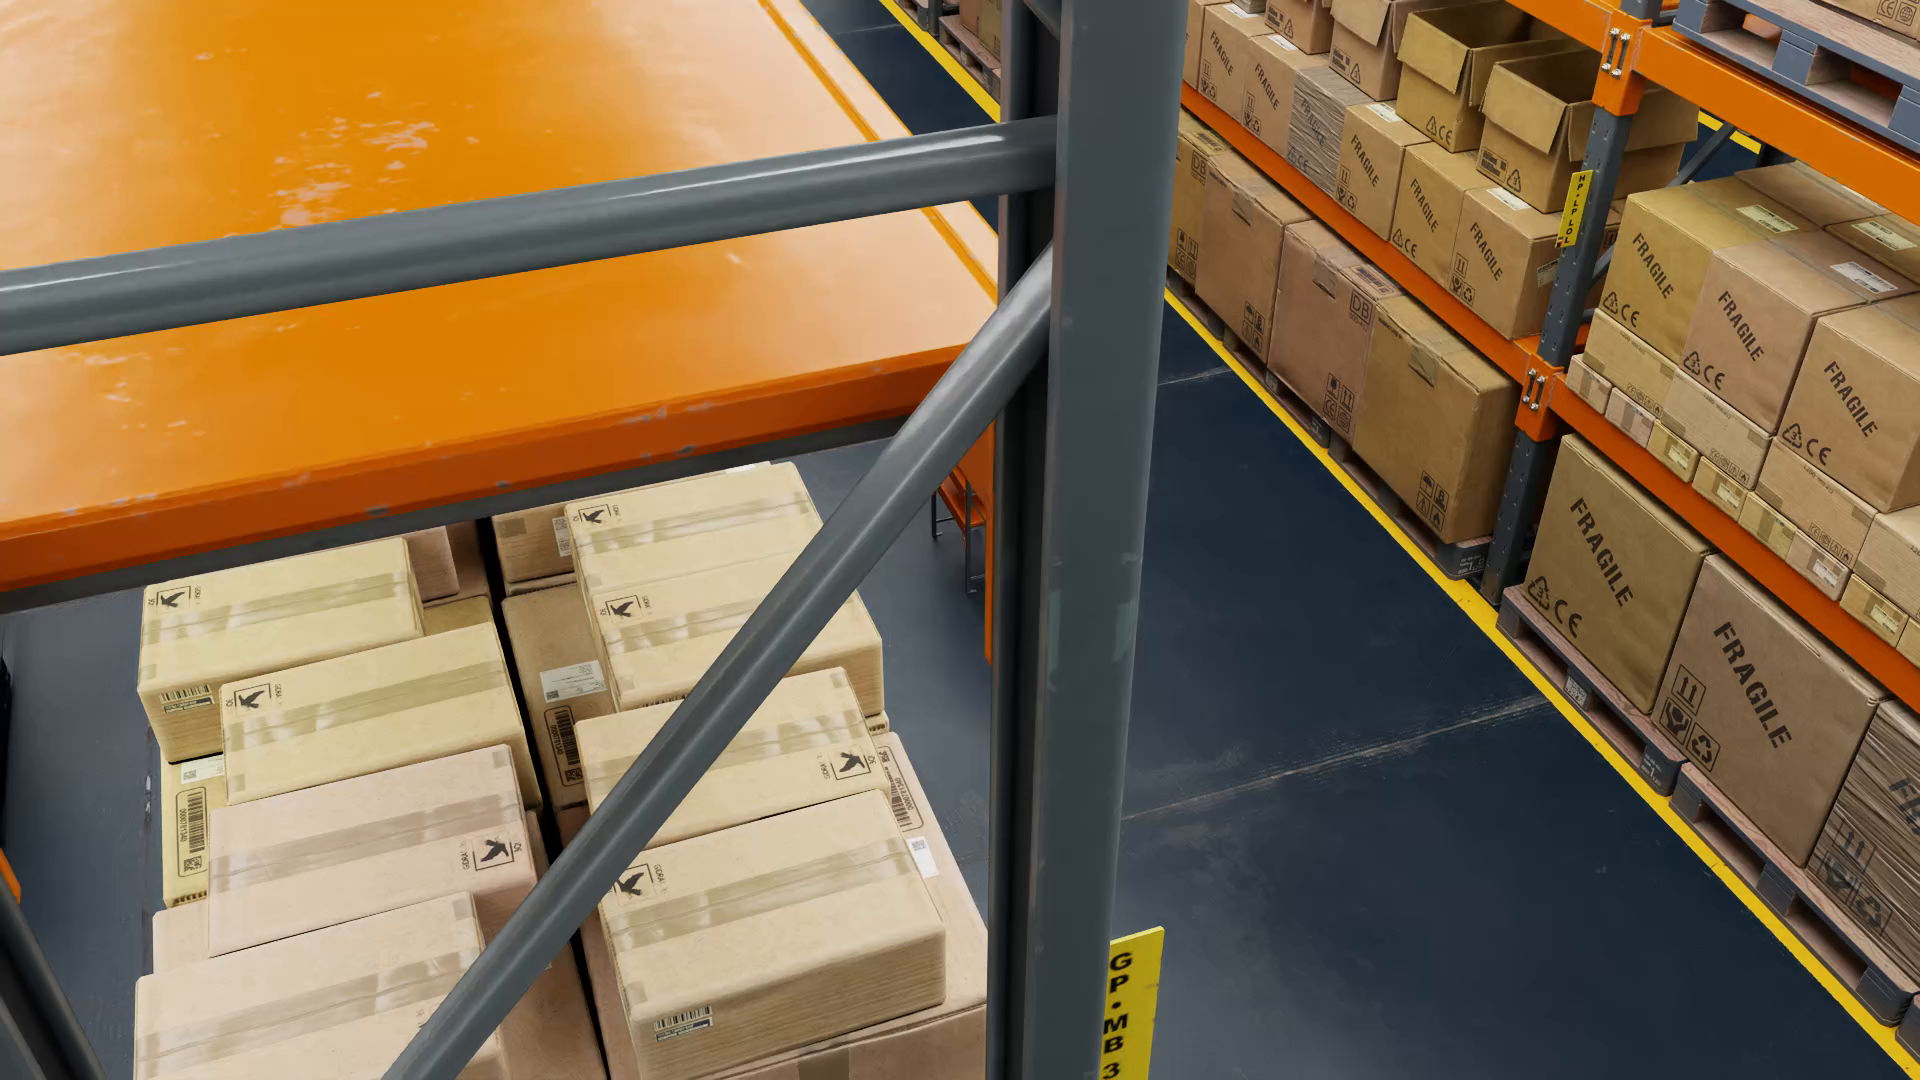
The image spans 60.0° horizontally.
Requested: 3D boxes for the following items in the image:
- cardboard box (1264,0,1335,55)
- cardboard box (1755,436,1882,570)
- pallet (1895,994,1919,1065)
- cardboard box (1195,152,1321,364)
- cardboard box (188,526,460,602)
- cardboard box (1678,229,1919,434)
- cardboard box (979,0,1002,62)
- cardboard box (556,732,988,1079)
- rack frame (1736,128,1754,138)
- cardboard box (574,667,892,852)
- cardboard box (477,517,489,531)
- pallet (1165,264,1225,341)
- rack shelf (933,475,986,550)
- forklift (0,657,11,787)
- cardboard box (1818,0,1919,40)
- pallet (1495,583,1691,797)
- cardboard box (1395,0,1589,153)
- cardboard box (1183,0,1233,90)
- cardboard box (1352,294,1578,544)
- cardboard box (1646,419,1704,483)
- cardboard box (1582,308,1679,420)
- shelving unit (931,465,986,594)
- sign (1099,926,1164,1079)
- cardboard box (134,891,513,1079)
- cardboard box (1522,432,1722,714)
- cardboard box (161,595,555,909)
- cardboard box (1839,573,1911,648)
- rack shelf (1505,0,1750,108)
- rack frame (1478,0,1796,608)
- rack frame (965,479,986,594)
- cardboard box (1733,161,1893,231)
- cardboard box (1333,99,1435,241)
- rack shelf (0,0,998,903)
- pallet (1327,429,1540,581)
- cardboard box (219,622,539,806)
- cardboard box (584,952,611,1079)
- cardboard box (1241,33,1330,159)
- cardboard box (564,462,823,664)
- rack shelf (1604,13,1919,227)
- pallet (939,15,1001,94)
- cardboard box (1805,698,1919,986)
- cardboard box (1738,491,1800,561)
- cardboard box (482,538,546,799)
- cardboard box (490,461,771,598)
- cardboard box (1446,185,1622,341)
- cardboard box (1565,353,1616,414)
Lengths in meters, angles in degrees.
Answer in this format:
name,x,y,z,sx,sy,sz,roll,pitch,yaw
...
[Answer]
name,x,y,z,sx,sy,sz,roll,pitch,yaw
cardboard box,2.058,-2.931,8.791,0.797,0.503,0.637,-12,39,-15
cardboard box,3.243,-0.181,5.936,0.500,0.250,0.500,-12,38,-15
pallet,4.005,1.922,5.583,1.003,0.211,1.213,-12,39,-16
cardboard box,2.118,-1.695,9.485,1.225,0.875,0.875,-12,39,-16
cardboard box,-1.034,0.003,2.698,0.380,0.149,0.250,-13,39,-17
cardboard box,3.064,-0.771,6.095,0.500,0.500,0.500,-12,39,-16
cardboard box,0.561,-4.088,12.956,0.700,0.500,0.500,-13,39,-16
cardboard box,-0.249,0.568,2.279,0.500,0.250,0.500,-12,39,-15
rack frame,6.251,-4.301,11.527,1.000,3.000,0.127,-12,39,-16
cardboard box,-0.307,0.339,2.252,0.380,0.149,0.250,-11,38,-14
cardboard box,-1.250,-0.198,3.296,0.500,0.250,0.500,-14,39,-18
pallet,1.801,-1.700,10.393,1.003,0.211,1.213,-12,39,-16
rack shelf,0.057,-0.173,7.985,0.258,0.148,0.480,-12,39,-16
forklift,-4.621,-0.207,6.149,1.130,2.935,3.031,-14,39,-18
cardboard box,3.303,-2.032,5.506,0.700,0.500,0.500,-15,39,-19
pallet,3.165,0.544,7.413,1.003,0.211,1.213,-12,39,-16
cardboard box,2.524,-2.205,7.828,0.797,0.503,0.637,-12,39,-15
cardboard box,1.512,-2.984,9.696,0.500,0.500,0.500,-11,38,-15
cardboard box,2.738,-0.692,8.153,1.225,0.875,0.875,-12,39,-16
cardboard box,2.948,-0.382,6.534,0.380,0.149,0.250,-11,38,-14
cardboard box,2.893,-0.755,6.697,0.500,0.250,0.500,-13,39,-17
shelving unit,0.057,-0.386,7.825,0.258,1.200,0.503,-12,39,-16
sign,0.171,0.554,1.862,0.100,0.325,0.005,-12,39,-16
cardboard box,-0.729,0.590,1.919,0.380,0.149,0.250,-13,39,-16
cardboard box,3.129,0.055,7.162,0.875,0.875,0.875,-12,39,-16
cardboard box,-0.913,0.380,2.529,0.500,0.250,0.500,-13,39,-17
cardboard box,3.304,0.201,5.759,0.380,0.149,0.250,-14,39,-17
rack shelf,2.289,-3.056,7.980,1.077,0.370,4.000,-12,39,-16
rack frame,2.977,-1.016,7.166,1.000,3.000,0.127,-12,39,-16
rack frame,0.141,-0.248,7.642,0.240,1.200,0.015,-12,39,-16
cardboard box,3.386,-1.170,6.624,0.500,0.500,0.500,-11,38,-15
cardboard box,2.209,-1.838,8.174,0.500,0.500,0.500,-13,39,-16
rack shelf,-1.027,-1.024,2.791,1.077,0.370,4.000,-12,39,-16
pallet,2.641,-0.322,8.563,1.003,0.211,1.213,-12,39,-16
cardboard box,-0.811,0.285,2.323,0.380,0.149,0.250,-14,39,-17
cardboard box,-0.253,0.769,2.428,0.500,0.250,0.500,-11,38,-14
cardboard box,1.871,-2.405,8.927,0.500,0.500,0.500,-13,39,-17
cardboard box,-0.415,0.033,2.658,0.380,0.149,0.250,-12,39,-15
rack shelf,3.665,-0.797,4.980,1.077,0.370,4.000,-12,39,-16
pallet,0.493,-3.982,13.421,1.003,0.211,1.213,-12,39,-16
cardboard box,3.745,1.066,5.819,0.875,0.875,0.875,-12,39,-16
cardboard box,3.128,-0.090,6.145,0.380,0.149,0.250,-13,39,-17
cardboard box,-0.620,0.182,3.207,0.500,0.250,0.500,-14,39,-17
cardboard box,-0.589,-0.008,3.044,0.500,0.250,0.500,-12,39,-15
cardboard box,2.559,-1.263,7.411,0.500,0.500,0.500,-12,39,-16
cardboard box,2.766,-0.679,6.928,0.380,0.149,0.250,-12,39,-16
